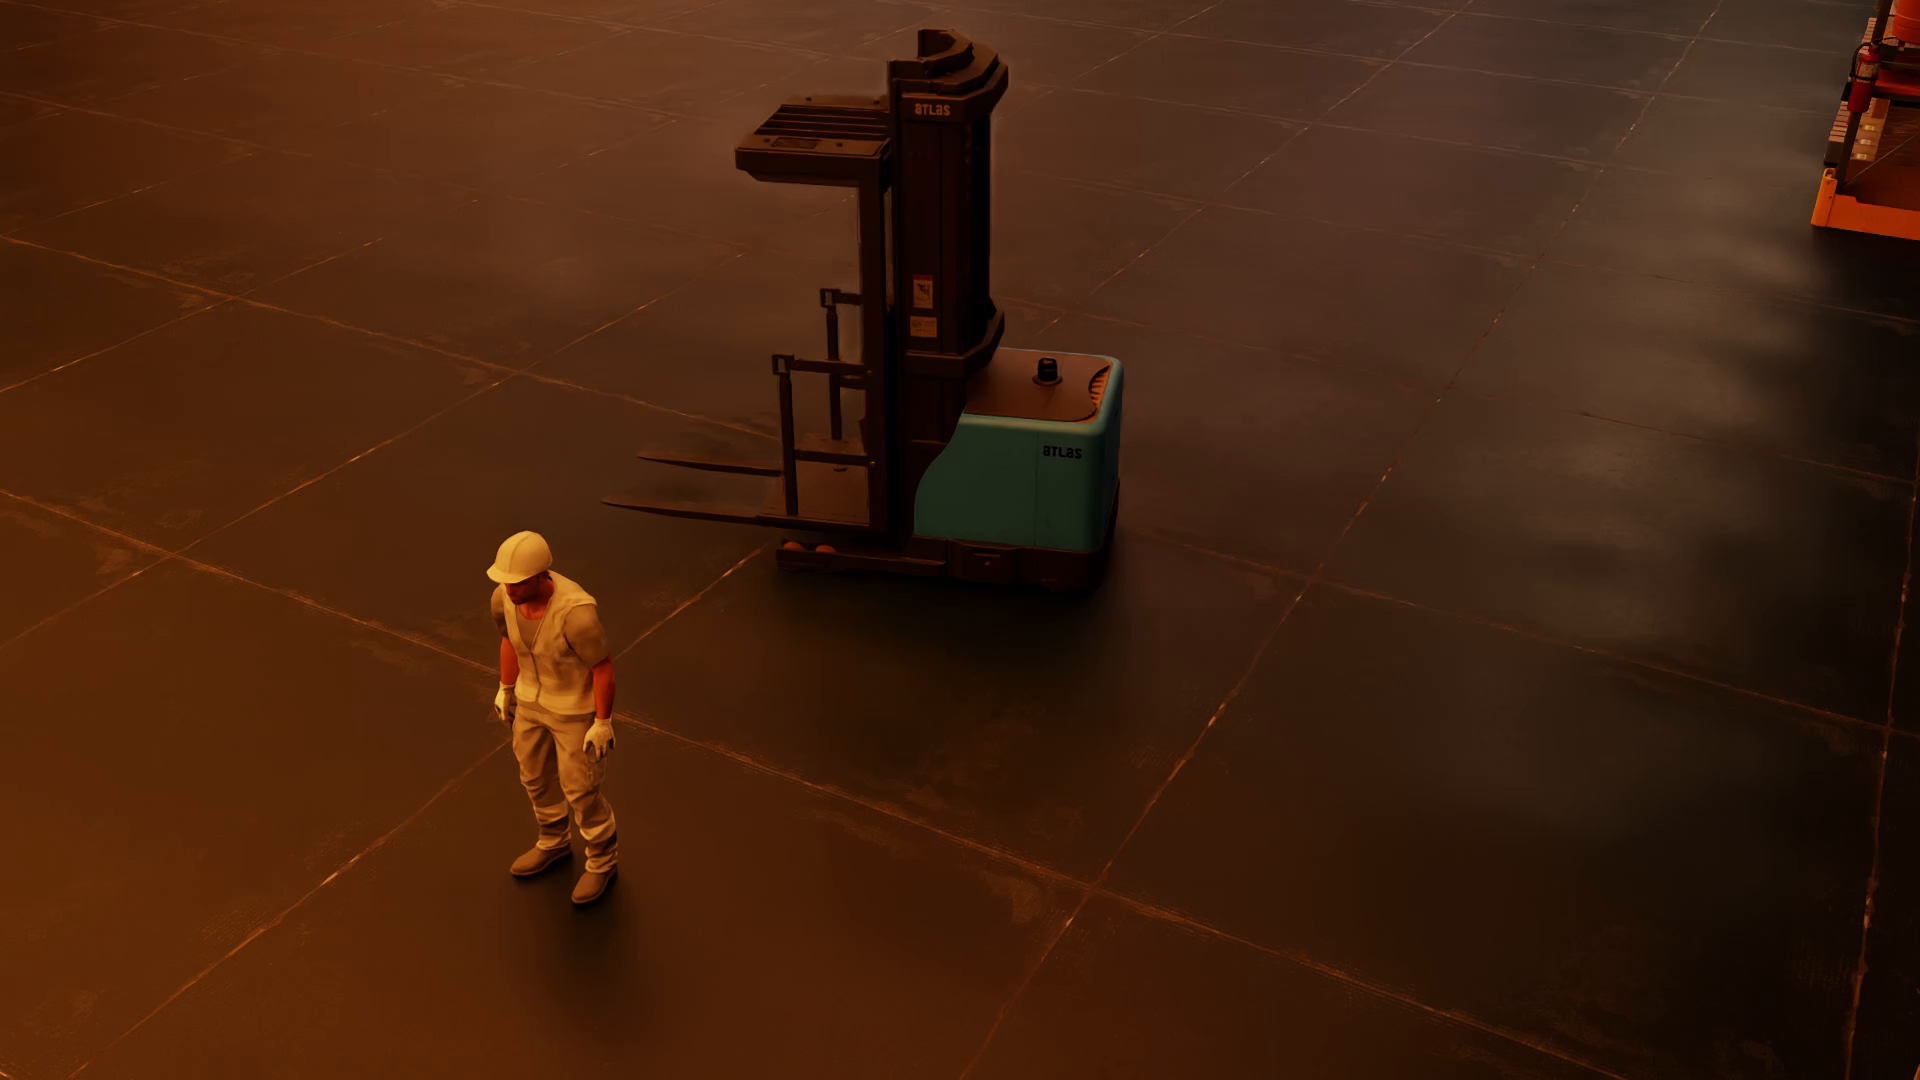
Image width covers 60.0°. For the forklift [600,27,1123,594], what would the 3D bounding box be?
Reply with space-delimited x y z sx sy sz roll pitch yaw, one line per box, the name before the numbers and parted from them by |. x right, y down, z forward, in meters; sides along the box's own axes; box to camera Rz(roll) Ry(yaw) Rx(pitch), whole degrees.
forklift | -0.606 -1.323 9.363 3.031 2.935 1.130 6 30 10

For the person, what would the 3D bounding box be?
person | -1.707 0.719 6.983 0.608 1.777 0.452 16 34 25
